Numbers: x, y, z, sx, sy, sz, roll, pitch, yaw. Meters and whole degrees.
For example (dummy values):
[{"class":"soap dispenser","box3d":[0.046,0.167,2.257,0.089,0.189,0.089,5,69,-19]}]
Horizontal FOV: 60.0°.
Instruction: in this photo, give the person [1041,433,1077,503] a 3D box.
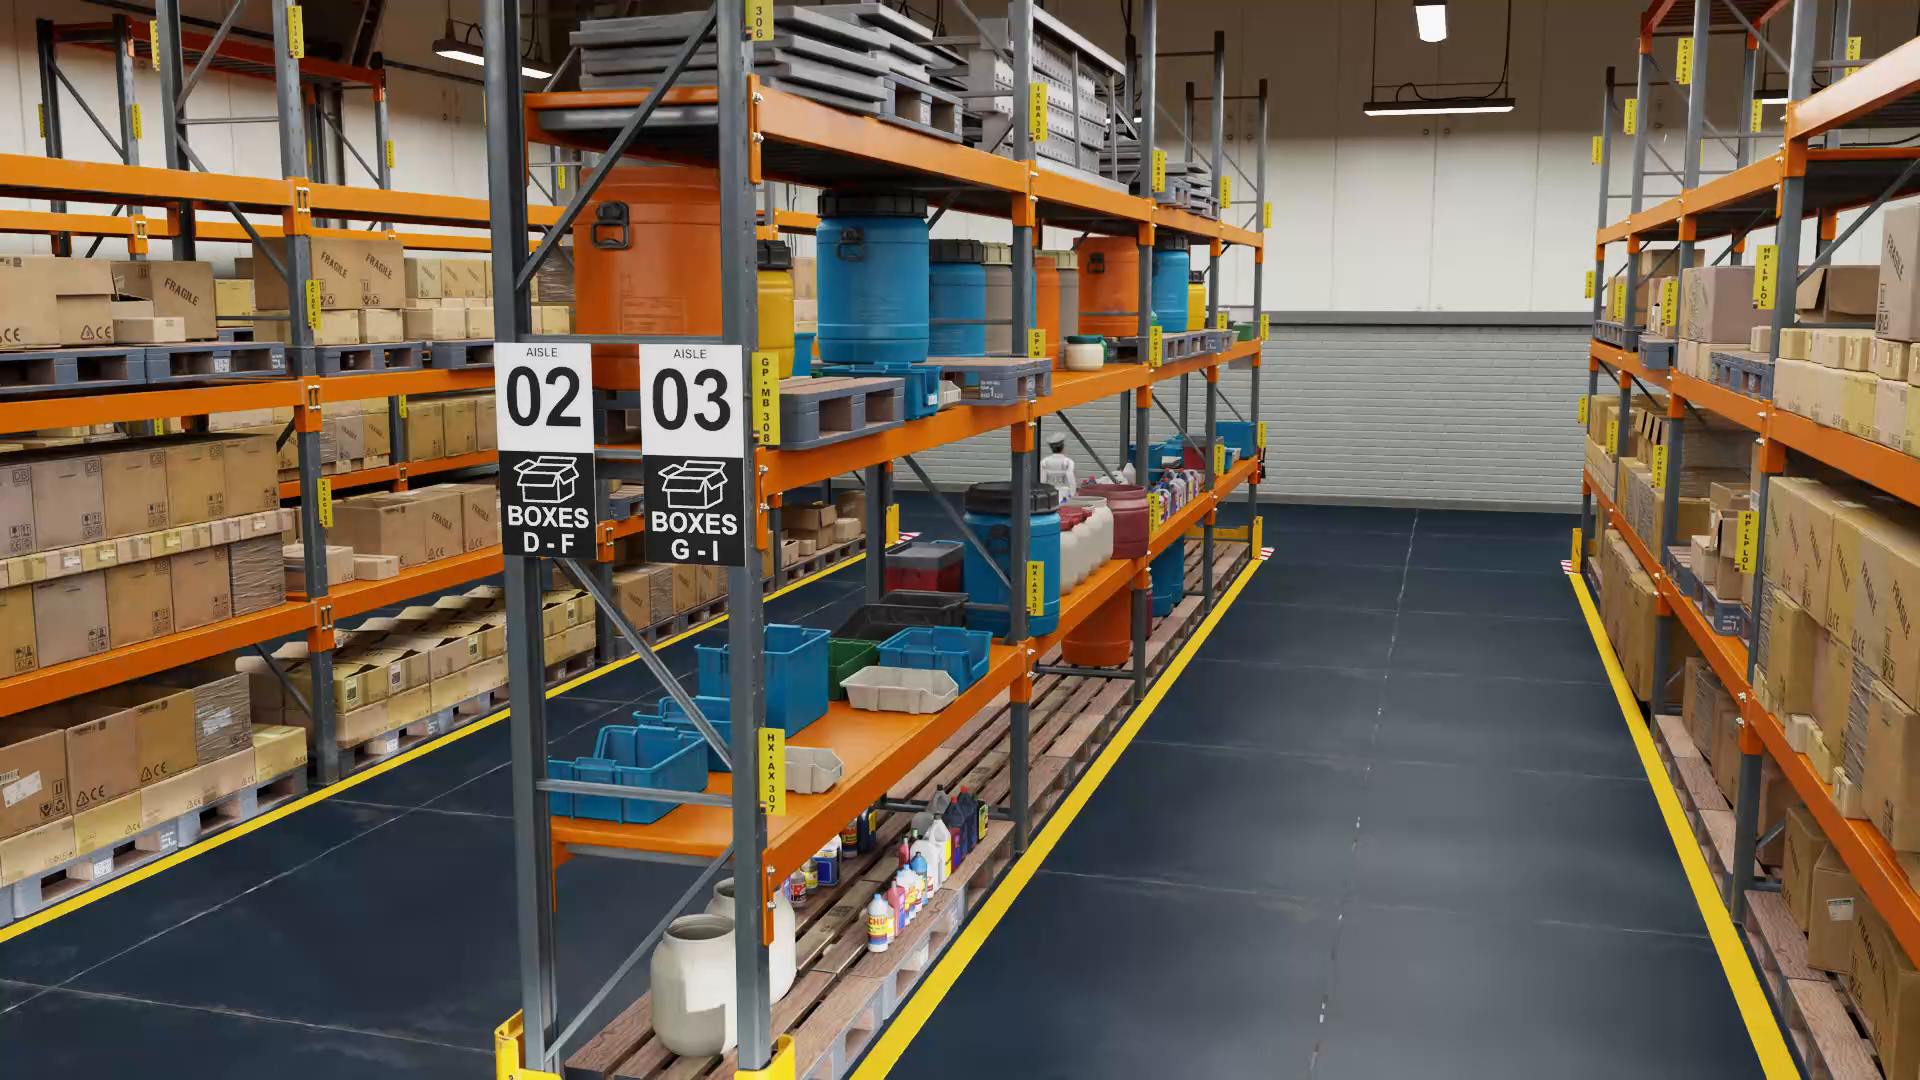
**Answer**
[{"class":"person","box3d":[1.207,-0.458,20.204,0.485,1.694,0.430,3,9,18]}]
